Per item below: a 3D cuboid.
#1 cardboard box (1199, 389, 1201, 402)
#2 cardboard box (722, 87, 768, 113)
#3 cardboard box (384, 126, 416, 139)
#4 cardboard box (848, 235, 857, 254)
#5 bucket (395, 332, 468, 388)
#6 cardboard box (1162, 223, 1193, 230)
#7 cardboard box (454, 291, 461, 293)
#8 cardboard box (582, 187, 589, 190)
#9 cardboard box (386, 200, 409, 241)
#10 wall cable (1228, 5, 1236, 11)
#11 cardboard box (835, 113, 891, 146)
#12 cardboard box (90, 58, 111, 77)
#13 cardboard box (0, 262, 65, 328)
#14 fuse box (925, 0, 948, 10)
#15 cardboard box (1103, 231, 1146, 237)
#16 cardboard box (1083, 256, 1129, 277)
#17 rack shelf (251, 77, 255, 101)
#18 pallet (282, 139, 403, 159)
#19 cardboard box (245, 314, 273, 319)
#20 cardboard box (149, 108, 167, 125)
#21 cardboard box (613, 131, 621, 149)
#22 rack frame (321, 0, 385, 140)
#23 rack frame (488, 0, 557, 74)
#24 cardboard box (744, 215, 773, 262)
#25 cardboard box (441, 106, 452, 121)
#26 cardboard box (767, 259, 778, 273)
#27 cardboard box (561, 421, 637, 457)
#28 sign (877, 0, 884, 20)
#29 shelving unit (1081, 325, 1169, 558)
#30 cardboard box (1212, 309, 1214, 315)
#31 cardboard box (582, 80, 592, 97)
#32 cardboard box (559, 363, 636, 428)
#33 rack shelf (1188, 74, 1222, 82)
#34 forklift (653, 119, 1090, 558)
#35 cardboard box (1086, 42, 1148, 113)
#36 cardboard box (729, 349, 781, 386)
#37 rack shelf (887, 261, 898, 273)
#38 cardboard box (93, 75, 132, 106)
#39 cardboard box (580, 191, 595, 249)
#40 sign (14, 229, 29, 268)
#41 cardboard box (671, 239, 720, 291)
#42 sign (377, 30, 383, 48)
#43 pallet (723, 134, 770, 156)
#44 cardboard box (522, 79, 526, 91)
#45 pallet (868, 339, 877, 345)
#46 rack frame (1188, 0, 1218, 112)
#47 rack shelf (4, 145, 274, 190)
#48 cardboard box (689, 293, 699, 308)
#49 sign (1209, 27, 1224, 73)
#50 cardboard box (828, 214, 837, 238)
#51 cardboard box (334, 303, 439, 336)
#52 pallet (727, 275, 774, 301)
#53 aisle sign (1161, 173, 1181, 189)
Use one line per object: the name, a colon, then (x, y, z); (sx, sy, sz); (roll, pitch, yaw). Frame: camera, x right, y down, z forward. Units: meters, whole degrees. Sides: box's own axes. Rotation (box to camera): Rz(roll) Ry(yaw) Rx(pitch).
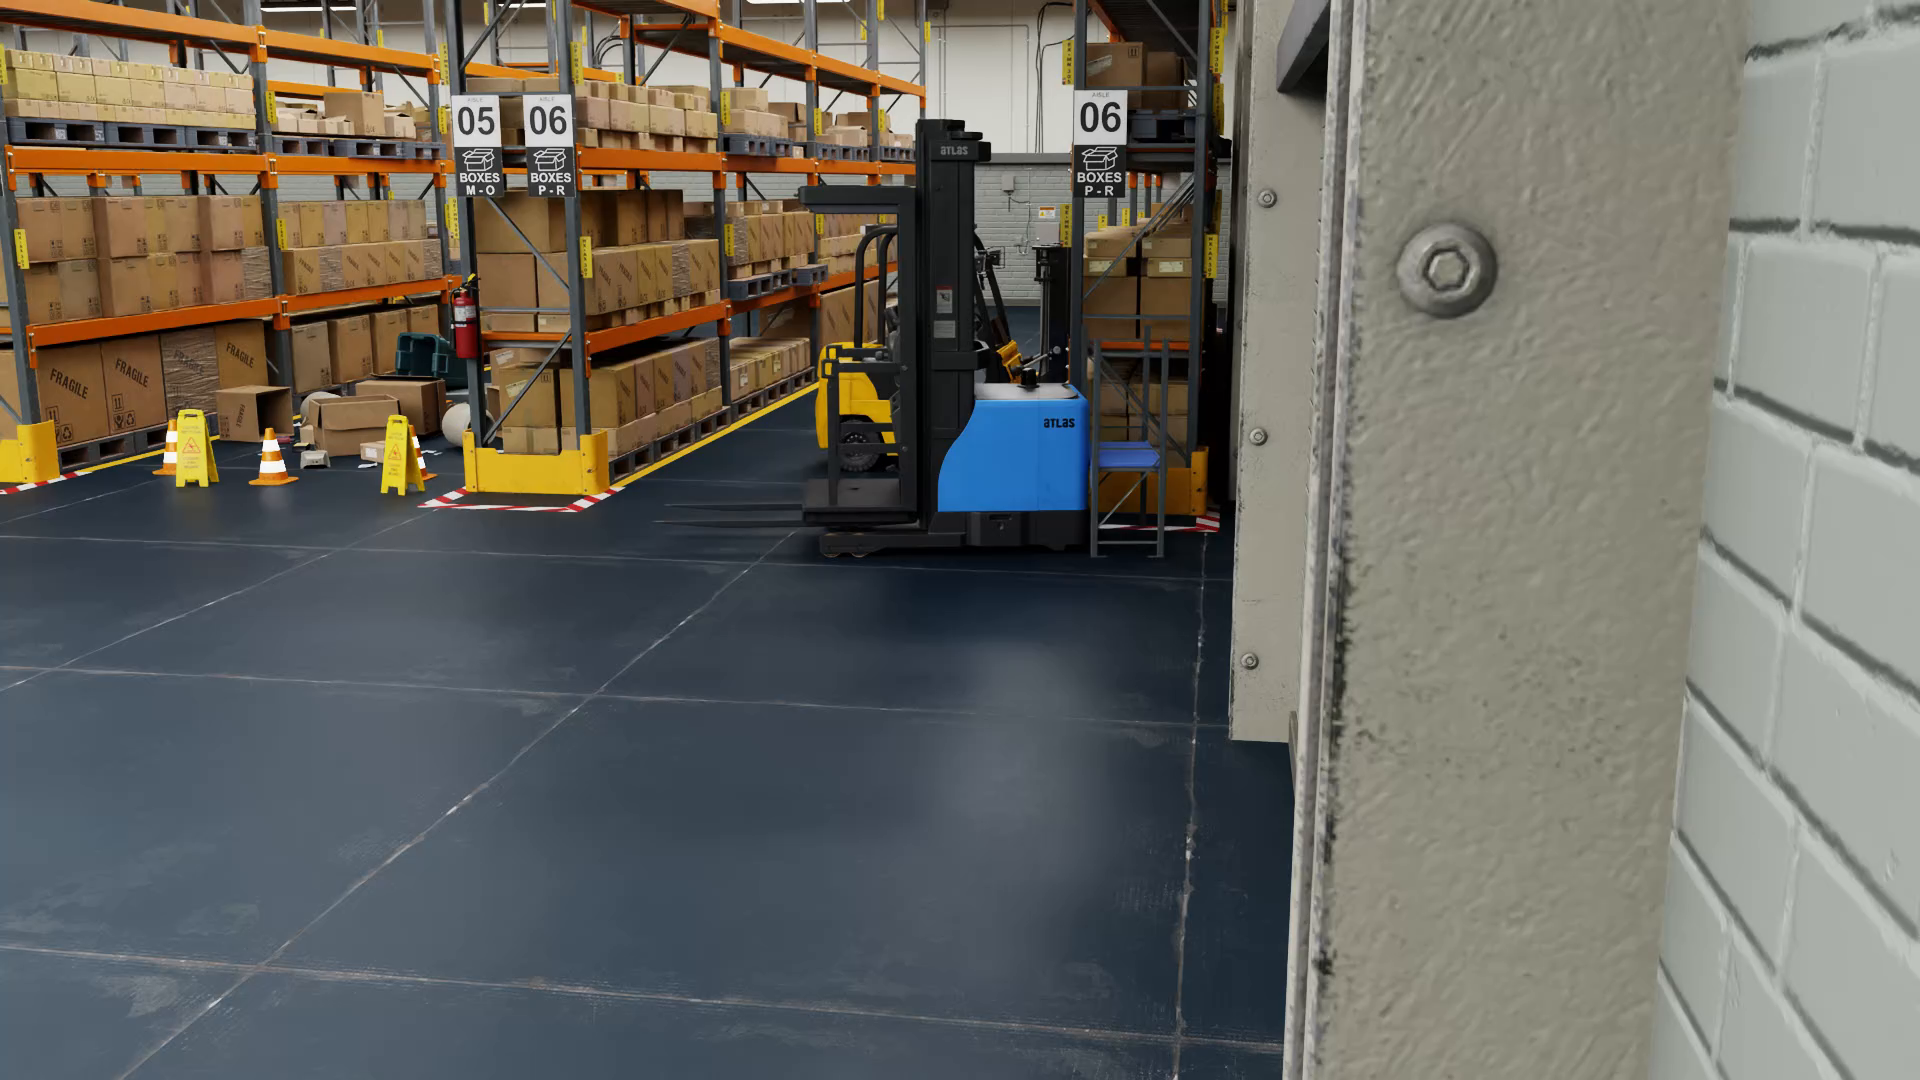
cardboard box: (2.037, -1.434, 15.872); (0.500, 0.250, 0.500); (2, 12, 10)
cardboard box: (-2.383, -4.760, 18.012); (0.500, 0.250, 0.500); (2, 12, 7)
cardboard box: (-7.102, -5.151, 20.975); (0.380, 0.166, 0.250); (2, 12, 9)
cardboard box: (-1.738, -4.122, 23.168); (0.500, 0.250, 0.500); (2, 12, 10)
bucket: (-5.585, -1.884, 17.776); (0.726, 0.611, 0.620); (7, 4, 28)
cardboard box: (2.818, -3.733, 20.962); (0.500, 0.500, 0.500); (2, 12, 11)
cardboard box: (-7.149, -3.497, 24.256); (0.500, 0.250, 0.500); (2, 12, 11)
cardboard box: (-6.237, -5.387, 26.551); (0.500, 0.500, 0.500); (2, 12, 7)
cardboard box: (-7.383, -4.016, 20.896); (0.700, 0.500, 0.500); (2, 12, 8)
wall cable: (5.948, -11.827, 32.312); (2.988, 3.039, 0.133); (2, 12, 9)
cardboard box: (-1.530, -6.422, 26.075); (0.797, 0.503, 0.637); (3, 12, 13)
cardboard box: (-7.935, -4.269, 15.033); (0.380, 0.149, 0.250); (2, 12, 8)
cardboard box: (-8.445, -2.163, 14.555); (0.875, 0.550, 0.550); (2, 12, 9)
fuse box: (-0.500, -10.876, 33.506); (0.513, 0.334, 0.176); (2, 12, 9)
cardboard box: (1.431, -2.624, 14.566); (0.380, 0.149, 0.250); (2, 12, 9)
cardboard box: (1.131, -2.159, 13.114); (0.380, 0.149, 0.250); (2, 12, 9)
rack shelf: (-11.805, -6.660, 24.194); (1.077, 0.370, 4.000); (2, 12, 9)
pallet: (-7.443, -4.682, 19.926); (1.003, 0.211, 1.213); (2, 12, 11)
cardboard box: (-11.576, -3.724, 26.198); (1.225, 0.875, 0.875); (2, 12, 9)
cardboard box: (-7.816, -4.038, 15.850); (0.380, 0.149, 0.250); (2, 12, 8)
cardboard box: (-3.139, -3.438, 14.301); (0.380, 0.149, 0.250); (2, 12, 8)
rack frame: (-10.882, -8.456, 29.871); (1.000, 3.000, 0.127); (2, 12, 9)
rack frame: (-6.612, -7.442, 25.164); (1.000, 3.000, 0.127); (2, 12, 9)
cardboard box: (-2.414, -3.399, 18.705); (0.500, 0.500, 0.500); (2, 12, 8)
cardboard box: (-6.813, -5.748, 22.373); (0.396, 0.266, 0.258); (2, 12, 9)
cardboard box: (-2.311, -3.162, 19.146); (0.380, 0.149, 0.250); (2, 12, 11)
cardboard box: (-3.154, -0.892, 14.542); (0.500, 0.250, 0.500); (2, 12, 8)
sign: (-1.167, -7.783, 24.341); (0.100, 0.325, 0.005); (2, 12, 9)
shelving unit: (1.144, -0.722, 11.785); (0.538, 1.500, 1.048); (0, 12, -1)
cardboard box: (3.416, -3.081, 24.107); (0.500, 0.500, 0.500); (2, 12, 8)
cardboard box: (-3.272, -3.725, 13.743); (0.380, 0.149, 0.250); (2, 12, 8)
cardboard box: (-3.151, -1.263, 14.486); (0.500, 0.500, 0.500); (1, 12, 7)
rack shelf: (3.507, -7.205, 25.783); (1.077, 0.370, 4.000); (2, 12, 9)
forklift: (-0.629, -1.427, 11.656); (3.031, 2.935, 1.130); (-1, 12, -3)
cardboard box: (1.181, -3.581, 12.899); (0.500, 0.500, 0.500); (2, 12, 11)
cardboard box: (-2.645, -2.029, 19.529); (0.950, 0.372, 0.625); (2, 12, 11)
rack shelf: (-1.398, -4.434, 27.157); (1.077, 0.370, 4.000); (2, 12, 9)
cardboard box: (-7.976, -4.107, 15.224); (0.500, 0.250, 0.500); (2, 12, 8)
cardboard box: (-3.603, -2.773, 14.425); (0.700, 0.500, 0.500); (2, 12, 9)
sign: (-7.910, -2.454, 14.016); (0.100, 0.325, 0.005); (2, 12, 9)
cardboard box: (-2.758, -2.798, 16.914); (0.500, 0.500, 0.500); (2, 12, 7)
sign: (-10.348, -8.931, 29.669); (0.100, 0.325, 0.005); (2, 12, 9)
pallet: (-2.736, -4.204, 17.706); (1.213, 0.211, 1.003); (2, 12, 9)
cardboard box: (-3.713, -3.737, 13.799); (0.380, 0.149, 0.250); (2, 12, 10)
pallet: (-1.750, -2.844, 24.687); (1.003, 0.211, 1.213); (2, 12, 9)
rack frame: (2.585, -6.310, 19.911); (1.000, 3.000, 0.127); (2, 12, 9)
rack shelf: (-8.150, -3.542, 15.897); (1.077, 0.370, 4.000); (2, 12, 9)
cardboard box: (-2.833, -2.401, 16.610); (0.380, 0.149, 0.250); (2, 12, 9)
sign: (1.902, -3.625, 12.310); (0.100, 0.325, 0.005); (2, 12, 9)
cardboard box: (-1.936, -4.273, 22.090); (0.500, 0.500, 0.500); (2, 12, 9)
cardboard box: (-7.410, -2.658, 21.551); (1.050, 0.750, 0.750); (2, 12, 8)
pallet: (-2.675, -2.765, 18.159); (1.003, 0.211, 1.213); (2, 12, 9)
aisle sign: (3.535, -6.337, 28.107); (0.394, 0.787, 0.004); (2, 12, 9)
